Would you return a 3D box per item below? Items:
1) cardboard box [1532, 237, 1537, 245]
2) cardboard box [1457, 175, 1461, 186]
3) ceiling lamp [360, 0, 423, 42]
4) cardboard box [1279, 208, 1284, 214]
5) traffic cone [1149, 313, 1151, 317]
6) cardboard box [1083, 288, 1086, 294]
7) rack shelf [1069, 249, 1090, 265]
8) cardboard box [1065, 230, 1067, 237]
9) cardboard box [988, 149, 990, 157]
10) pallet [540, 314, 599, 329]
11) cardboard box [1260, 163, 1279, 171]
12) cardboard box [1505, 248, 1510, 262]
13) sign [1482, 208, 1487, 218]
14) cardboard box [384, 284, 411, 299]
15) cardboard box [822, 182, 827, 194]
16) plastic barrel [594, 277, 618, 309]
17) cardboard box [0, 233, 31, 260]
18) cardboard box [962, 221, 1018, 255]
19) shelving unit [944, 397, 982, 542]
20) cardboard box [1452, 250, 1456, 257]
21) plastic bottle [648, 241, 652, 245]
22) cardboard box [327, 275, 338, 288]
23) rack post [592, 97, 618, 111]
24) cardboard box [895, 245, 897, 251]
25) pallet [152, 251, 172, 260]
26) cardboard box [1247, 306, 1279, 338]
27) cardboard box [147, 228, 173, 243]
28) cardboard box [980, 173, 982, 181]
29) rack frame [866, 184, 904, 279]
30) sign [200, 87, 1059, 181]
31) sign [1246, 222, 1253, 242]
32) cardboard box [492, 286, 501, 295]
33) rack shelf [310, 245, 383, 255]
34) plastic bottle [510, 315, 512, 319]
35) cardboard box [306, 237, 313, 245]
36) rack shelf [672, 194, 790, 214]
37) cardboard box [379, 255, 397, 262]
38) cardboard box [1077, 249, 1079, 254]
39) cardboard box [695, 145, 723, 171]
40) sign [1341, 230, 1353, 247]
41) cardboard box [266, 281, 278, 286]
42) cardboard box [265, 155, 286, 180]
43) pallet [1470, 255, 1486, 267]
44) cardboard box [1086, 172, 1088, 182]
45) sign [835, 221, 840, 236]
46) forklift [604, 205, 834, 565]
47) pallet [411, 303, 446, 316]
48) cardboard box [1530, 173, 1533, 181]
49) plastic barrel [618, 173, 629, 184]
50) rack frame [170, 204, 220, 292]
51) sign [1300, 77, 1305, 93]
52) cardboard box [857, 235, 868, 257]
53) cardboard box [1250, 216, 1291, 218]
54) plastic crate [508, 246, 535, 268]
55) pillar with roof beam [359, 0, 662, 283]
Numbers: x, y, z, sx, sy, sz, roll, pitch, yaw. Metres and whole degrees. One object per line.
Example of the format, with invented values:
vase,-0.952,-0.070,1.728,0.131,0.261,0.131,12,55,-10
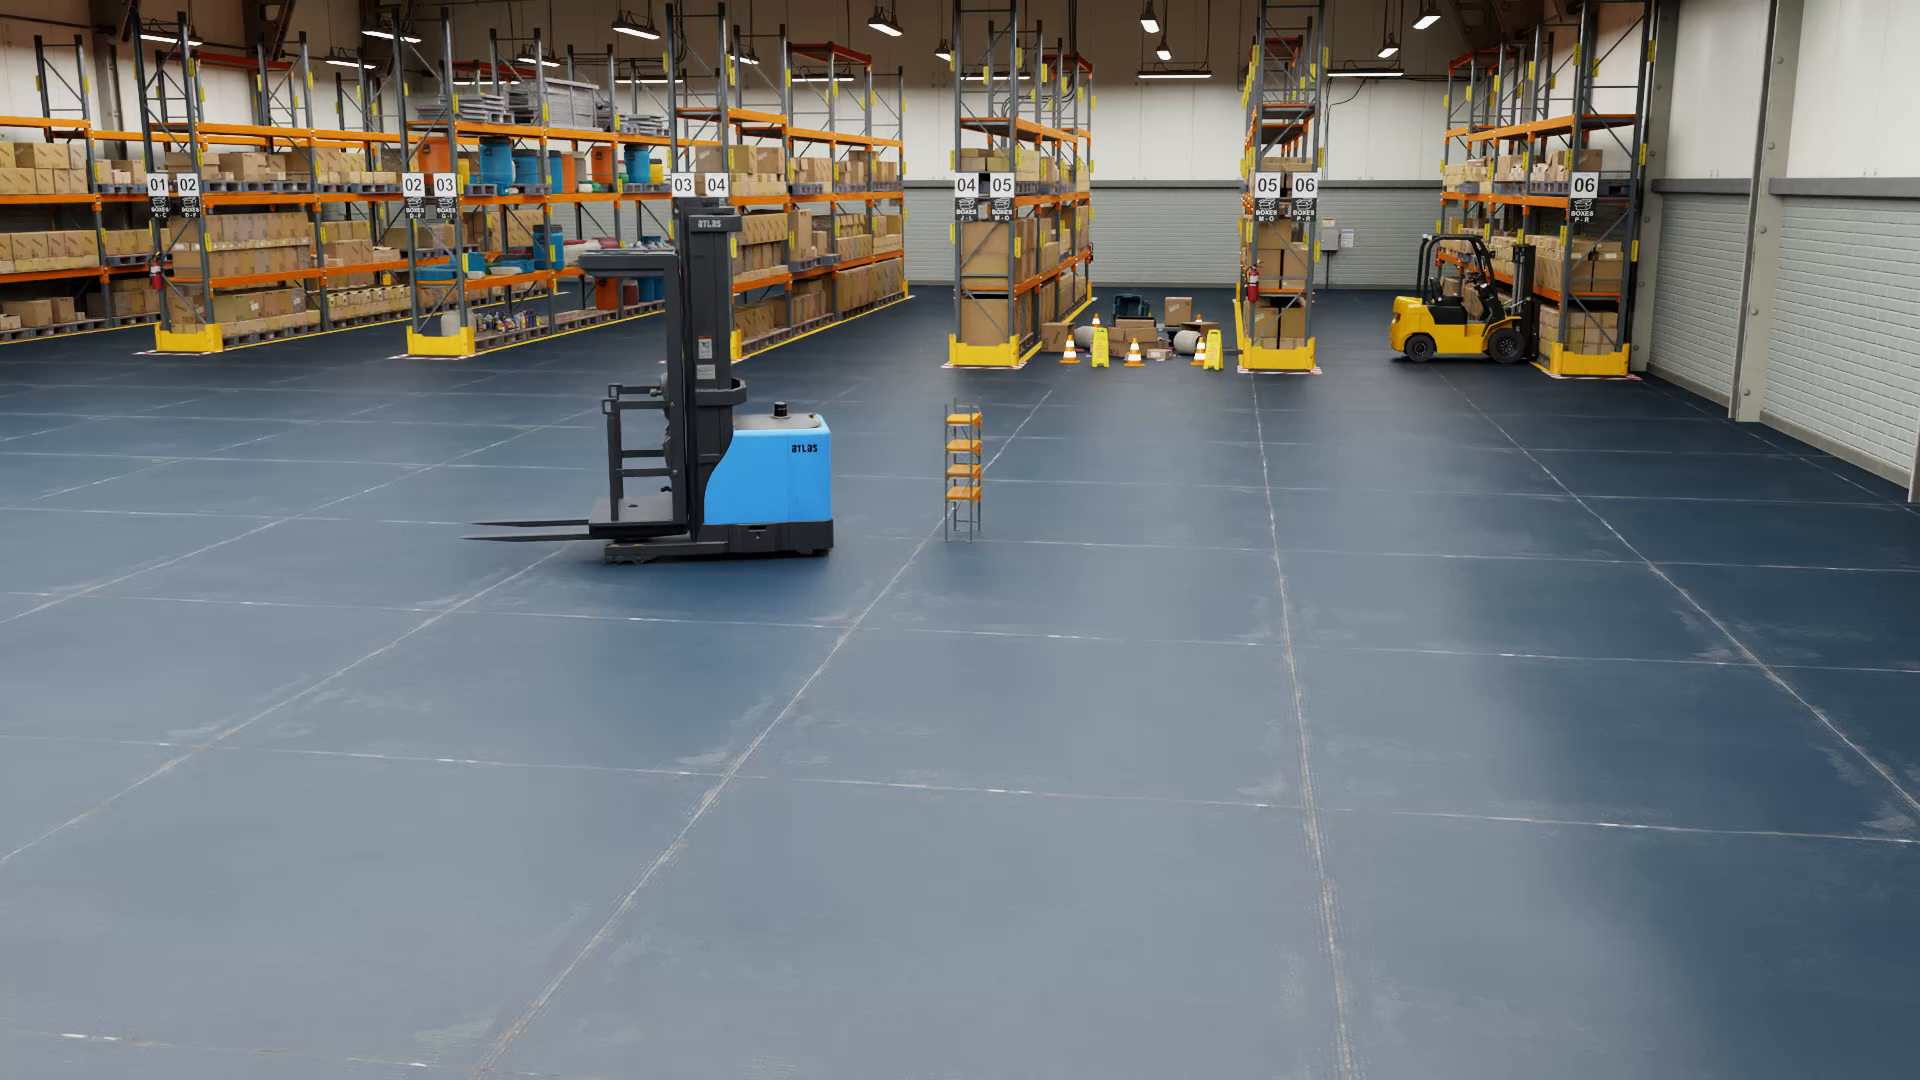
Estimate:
cardboard box,10.380,-5.307,29.517,0.380,0.149,0.250,2,12,10
cardboard box,11.972,-8.434,39.040,0.500,0.250,0.500,1,12,7
ceiling lamp,-10.991,-11.486,32.576,0.800,3.185,2.000,2,12,9
cardboard box,7.475,-7.751,39.189,0.380,0.149,0.250,2,12,8
traffic cone,3.804,-4.330,33.486,0.336,0.463,0.334,2,12,9
cardboard box,3.064,-6.449,43.070,0.380,0.149,0.250,2,12,10
rack shelf,2.571,-7.043,41.762,1.077,0.370,4.000,2,12,9
cardboard box,2.272,-7.097,38.494,0.380,0.149,0.250,2,12,8
cardboard box,0.330,-6.814,29.339,0.380,0.149,0.250,2,12,8
pallet,-8.479,-4.711,35.854,1.003,0.211,1.213,2,12,9
cardboard box,5.085,-6.154,27.514,0.380,0.149,0.250,2,12,9
cardboard box,10.824,-5.509,32.104,0.500,0.250,0.500,2,12,10
sign,13.236,-8.210,41.970,0.100,0.325,0.005,2,12,9
cardboard box,-12.862,-5.667,37.870,0.500,0.311,0.500,2,12,10
cardboard box,-3.131,-7.510,35.456,0.500,0.250,0.500,2,12,8
plastic barrel,-8.073,-5.735,38.138,0.600,0.830,0.708,2,12,9
cardboard box,-18.609,-5.746,32.565,0.500,0.500,0.500,1,12,7
cardboard box,0.513,-5.158,28.386,0.875,0.550,0.550,2,12,9
shelving unit,0.025,-0.621,14.527,0.258,1.200,0.503,2,12,9
cardboard box,11.988,-6.848,39.747,0.380,0.149,0.250,2,12,8
plastic bottle,-7.505,-7.061,40.253,0.144,0.351,0.185,2,12,9
cardboard box,-17.008,-6.882,44.242,0.700,0.500,0.500,2,12,8
rack post,-8.108,-9.838,37.559,0.624,0.289,0.986,2,12,9
cardboard box,-1.854,-7.627,43.358,0.380,0.149,0.250,2,12,10
pallet,-17.925,-6.563,38.283,1.213,0.211,1.003,2,12,9
cardboard box,5.190,-3.744,28.496,0.500,0.500,0.500,2,12,9
cardboard box,-18.042,-6.857,37.911,0.700,0.500,0.500,1,12,3
cardboard box,0.174,-6.211,28.434,0.380,0.149,0.250,2,12,9
rack frame,-2.007,-7.993,44.461,1.000,3.000,0.127,2,12,9
sign,-7.720,-8.883,36.180,19.877,2.109,1.408,2,12,9
sign,4.779,-5.084,27.464,0.100,0.325,0.005,2,12,9
cardboard box,-12.132,-6.463,42.700,0.500,0.311,0.500,2,12,9
rack shelf,-16.998,-7.706,44.839,1.077,0.370,4.000,2,12,9
plastic bottle,-8.774,-4.261,32.551,0.061,0.283,0.133,2,12,9
cardboard box,-13.470,-6.119,33.989,0.380,0.149,0.250,2,12,9
rack shelf,-4.160,-6.193,30.698,1.077,0.370,4.000,2,12,9
cardboard box,-12.890,-6.330,37.343,0.380,0.149,0.250,2,12,9
cardboard box,2.737,-7.124,41.026,0.380,0.149,0.250,2,12,10
cardboard box,-4.479,-6.898,30.131,0.500,0.500,0.500,2,12,9
sign,11.203,-8.728,48.100,0.329,0.494,0.001,2,12,9
cardboard box,-17.411,-6.471,41.507,0.750,0.750,0.750,2,12,10
cardboard box,-13.978,-7.509,33.530,0.500,0.500,0.500,3,13,13
pallet,11.495,-5.896,35.186,1.213,0.211,1.003,2,12,9
cardboard box,2.982,-9.238,42.287,0.500,0.250,0.500,2,12,7
sign,-2.700,-6.839,36.547,0.100,0.325,0.005,2,12,9
forklift,-2.077,-1.336,13.885,1.939,2.867,1.129,-2,12,-9
pallet,-12.873,-5.440,39.236,1.003,0.211,1.213,2,12,9
cardboard box,10.476,-6.528,29.905,0.380,0.149,0.250,2,12,10
plastic barrel,-7.741,-8.297,38.123,0.294,0.245,0.294,0,12,0
rack frame,-17.920,-6.809,38.968,1.000,3.000,0.127,2,12,9
sign,7.093,-9.419,34.433,0.100,0.325,0.005,2,12,9
cardboard box,-2.507,-7.000,39.617,0.500,0.500,0.500,2,12,10
cardboard box,5.463,-5.451,29.352,0.700,0.500,0.500,2,12,8
plastic crate,-8.974,-5.797,34.121,0.402,0.464,0.583,2,12,9
pillar with roof beam,-12.876,-11.857,48.154,9.100,9.000,0.548,2,12,9
